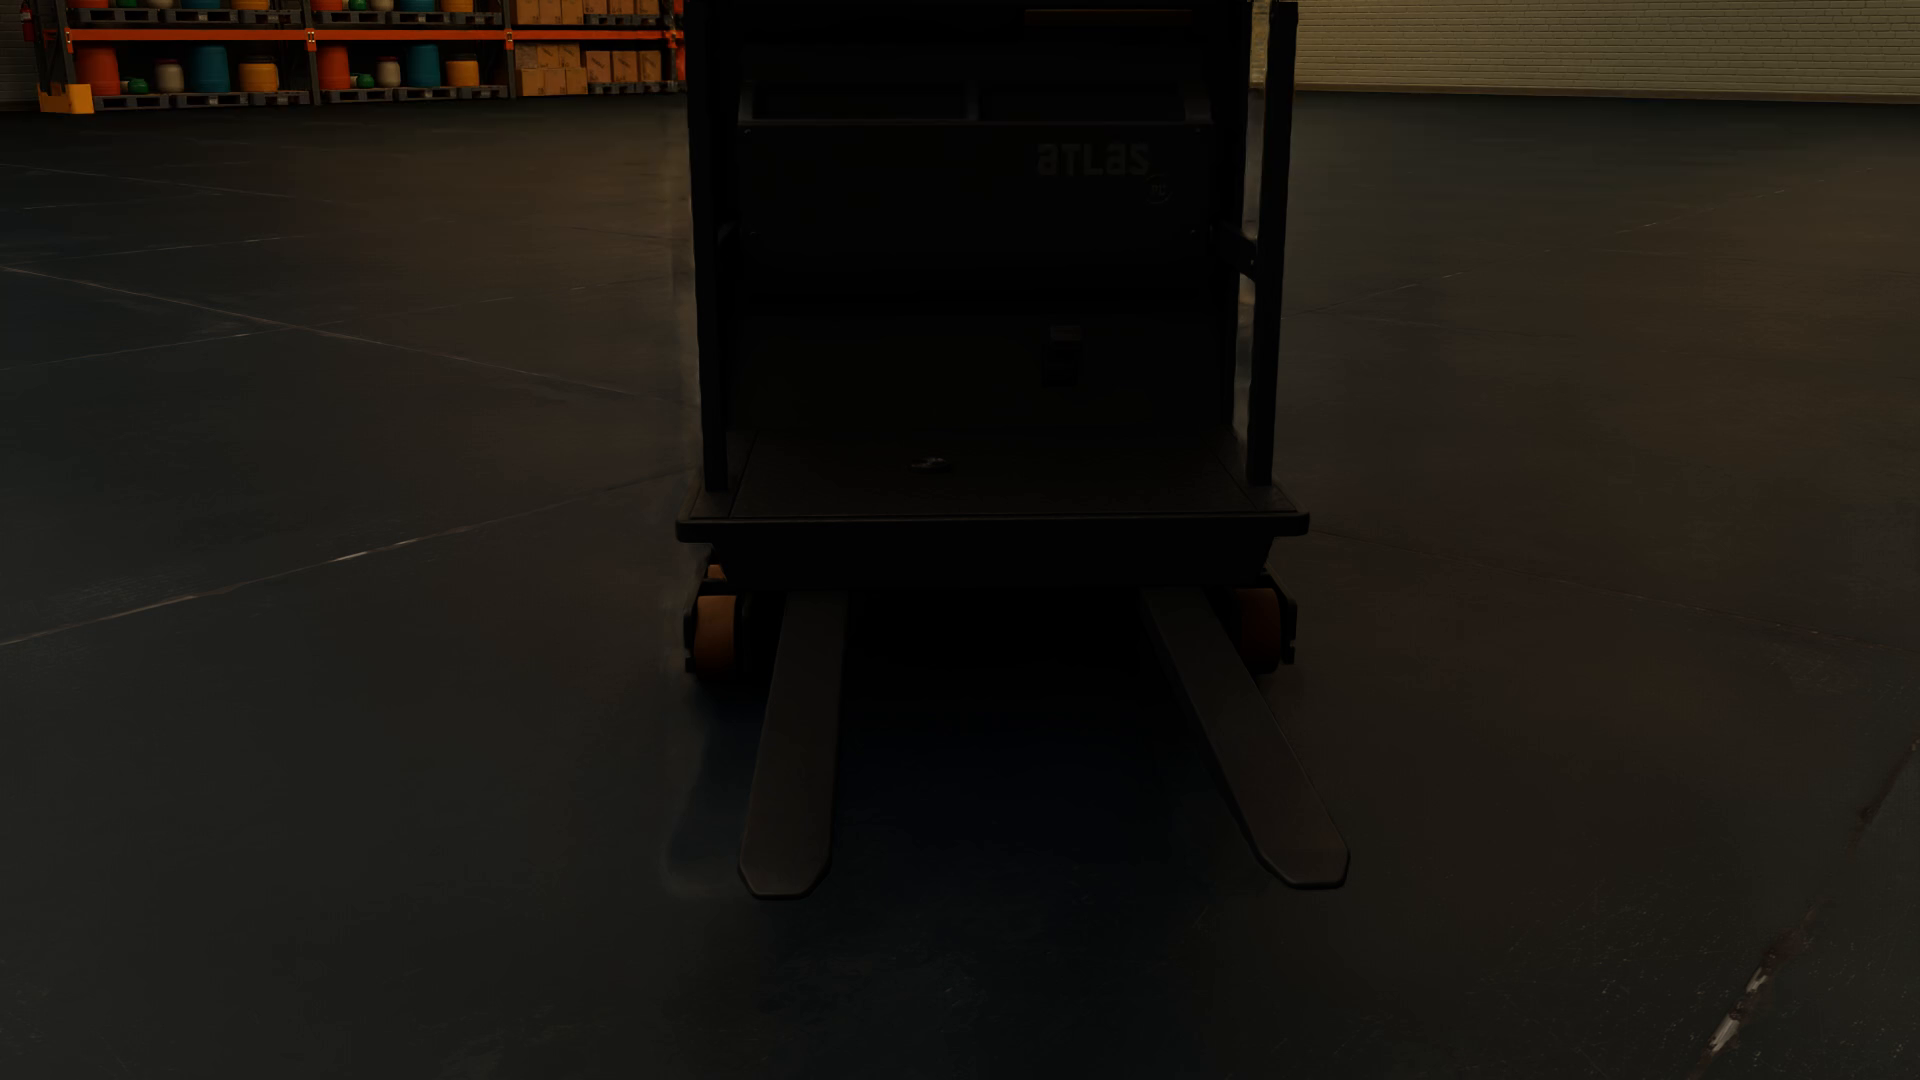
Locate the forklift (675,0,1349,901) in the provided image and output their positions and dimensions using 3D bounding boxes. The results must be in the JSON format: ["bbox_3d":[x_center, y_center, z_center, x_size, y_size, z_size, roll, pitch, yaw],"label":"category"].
[{"bbox_3d":[0.041,-1.234,2.962,1.130,2.935,3.031,-1,17,-2],"label":"forklift"}]
